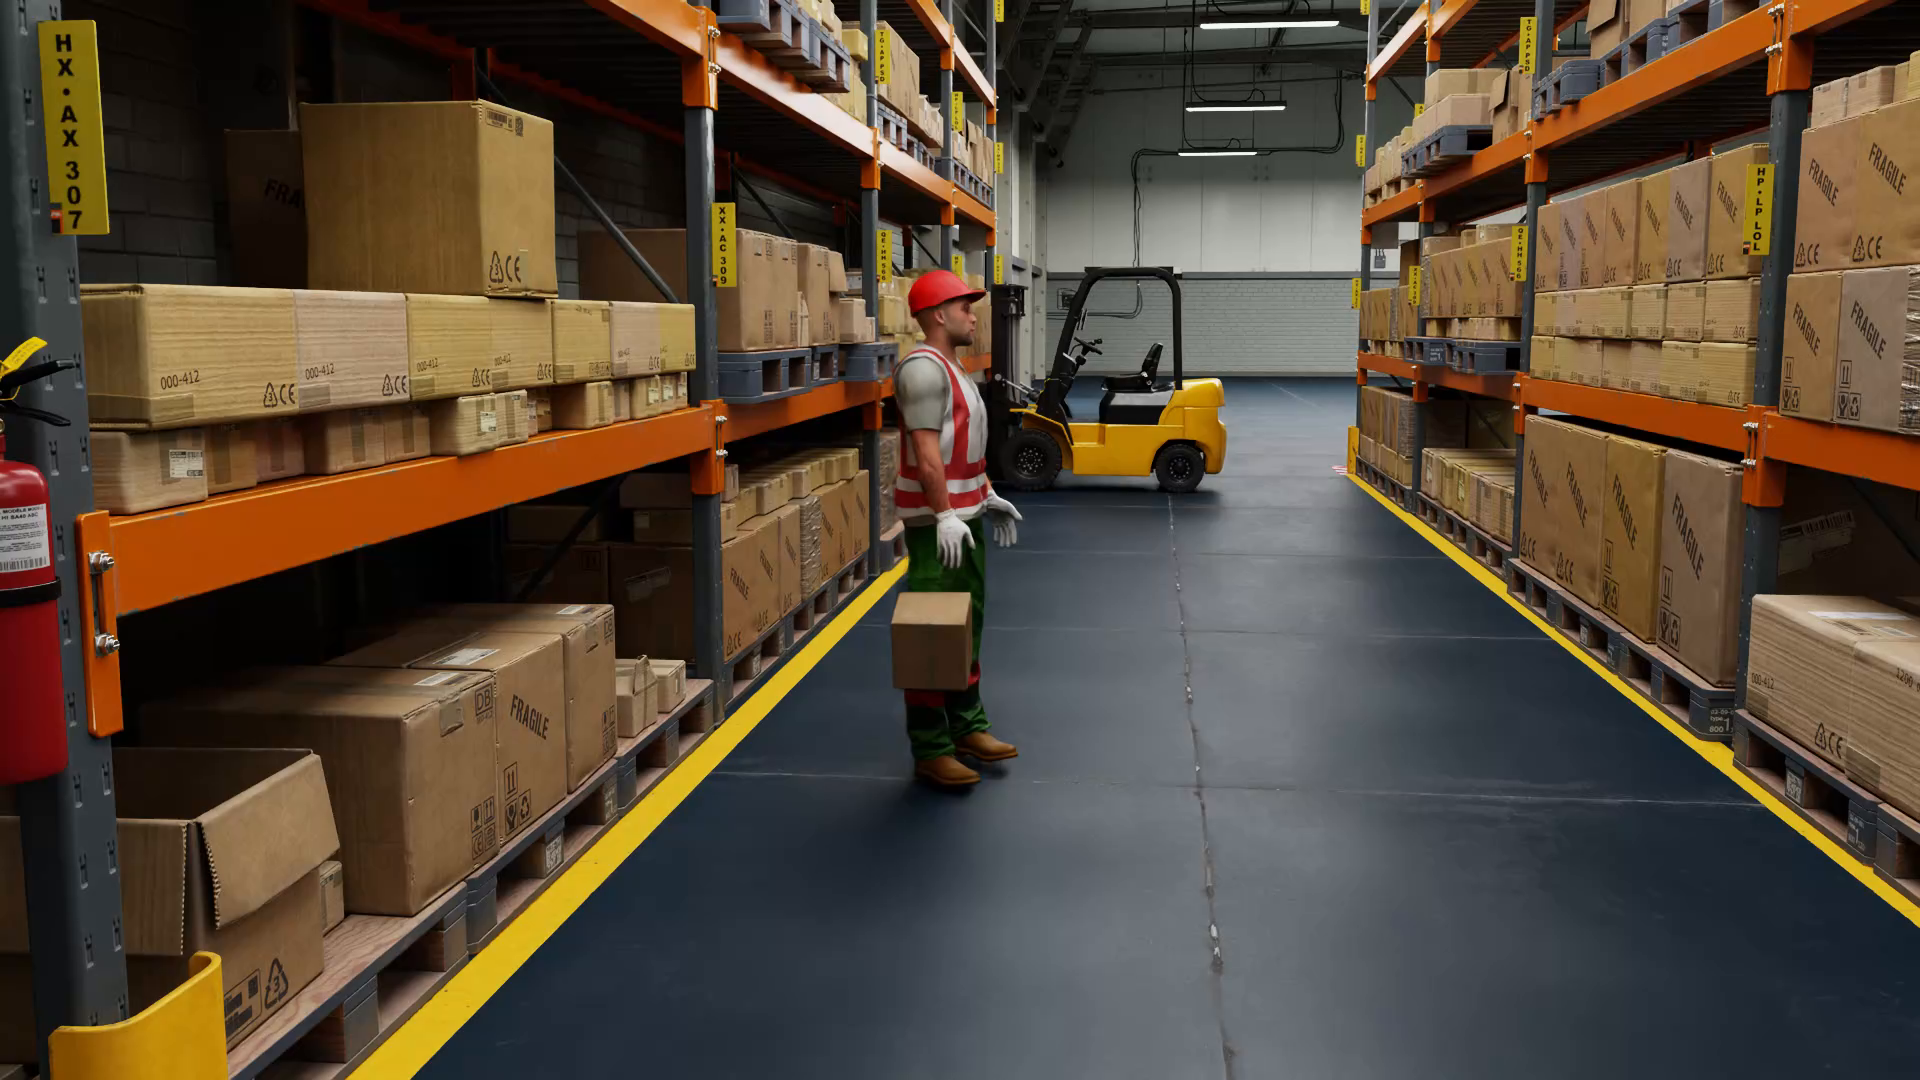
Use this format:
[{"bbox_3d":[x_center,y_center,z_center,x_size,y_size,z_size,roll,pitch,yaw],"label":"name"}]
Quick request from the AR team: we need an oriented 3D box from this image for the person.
[{"bbox_3d":[-0.016,-0.061,5.973,0.440,1.800,0.580,2,8,14],"label":"person"}]
